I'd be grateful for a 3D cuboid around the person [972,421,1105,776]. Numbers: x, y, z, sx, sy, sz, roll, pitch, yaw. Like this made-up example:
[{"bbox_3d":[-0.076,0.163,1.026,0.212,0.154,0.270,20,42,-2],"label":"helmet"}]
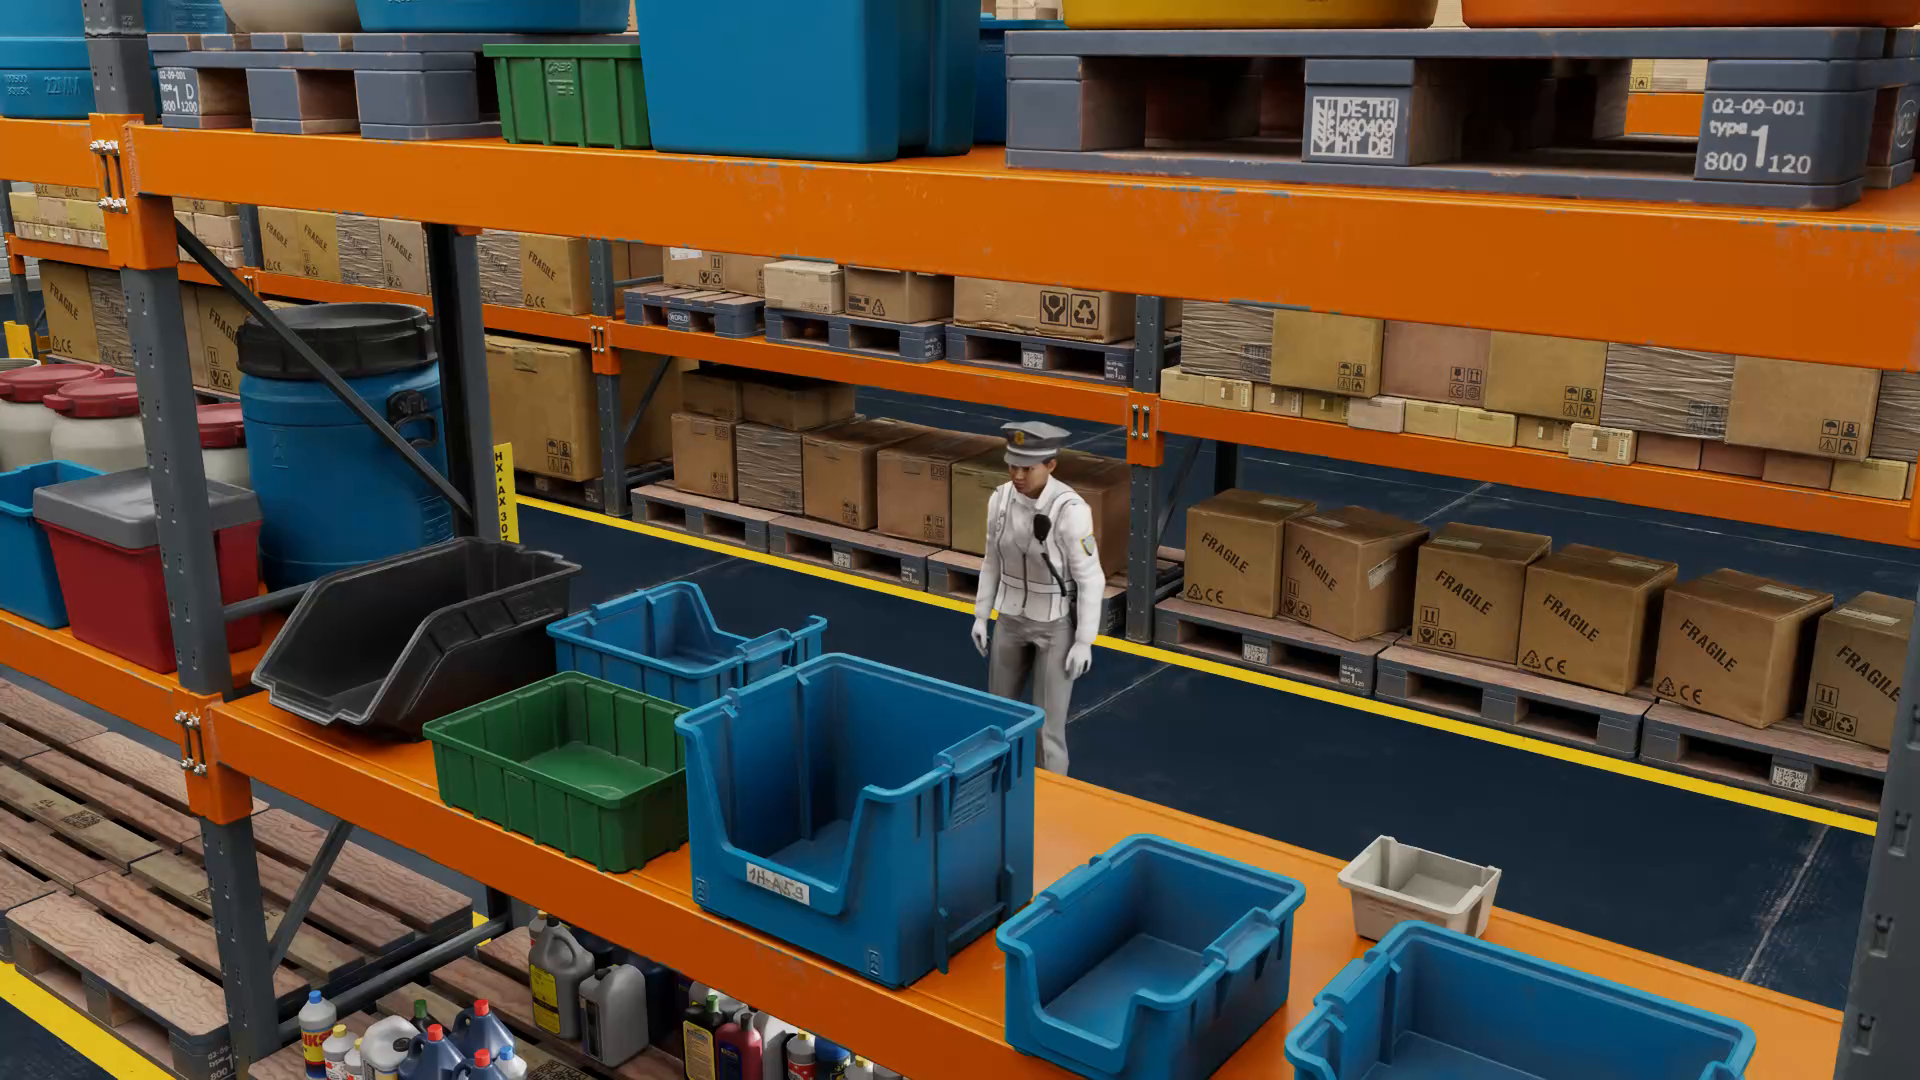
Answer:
[{"bbox_3d":[0.281,0.355,6.351,0.538,1.661,0.405,12,20,34],"label":"person"}]
